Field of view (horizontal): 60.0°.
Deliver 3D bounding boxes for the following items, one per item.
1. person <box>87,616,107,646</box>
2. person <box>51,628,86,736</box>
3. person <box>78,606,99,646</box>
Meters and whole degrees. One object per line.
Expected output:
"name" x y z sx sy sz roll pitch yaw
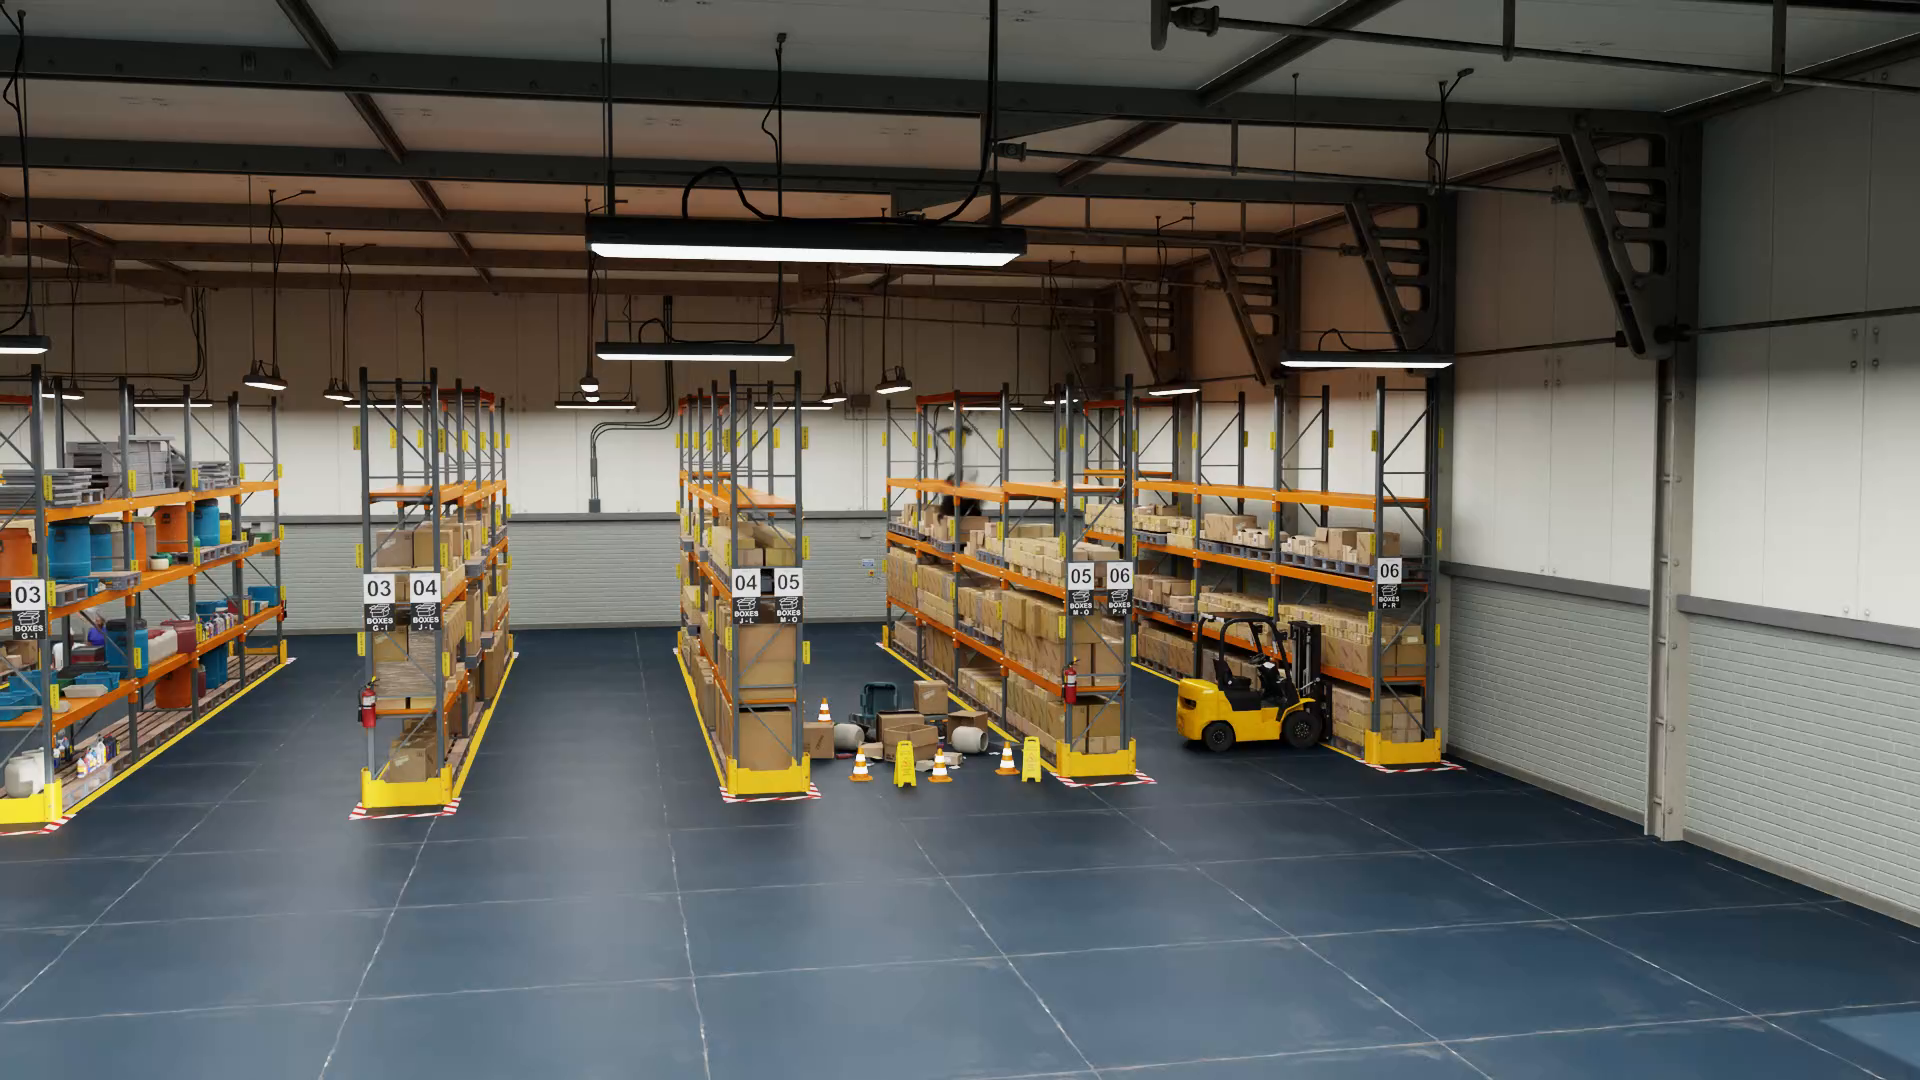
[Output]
"person" -16.615 2.322 32.144 0.561 1.531 0.567 -1 4 -15
"person" -15.310 2.396 28.605 0.684 1.800 0.911 -1 3 -12
"person" -19.482 1.964 37.261 0.698 1.685 0.571 2 4 29
